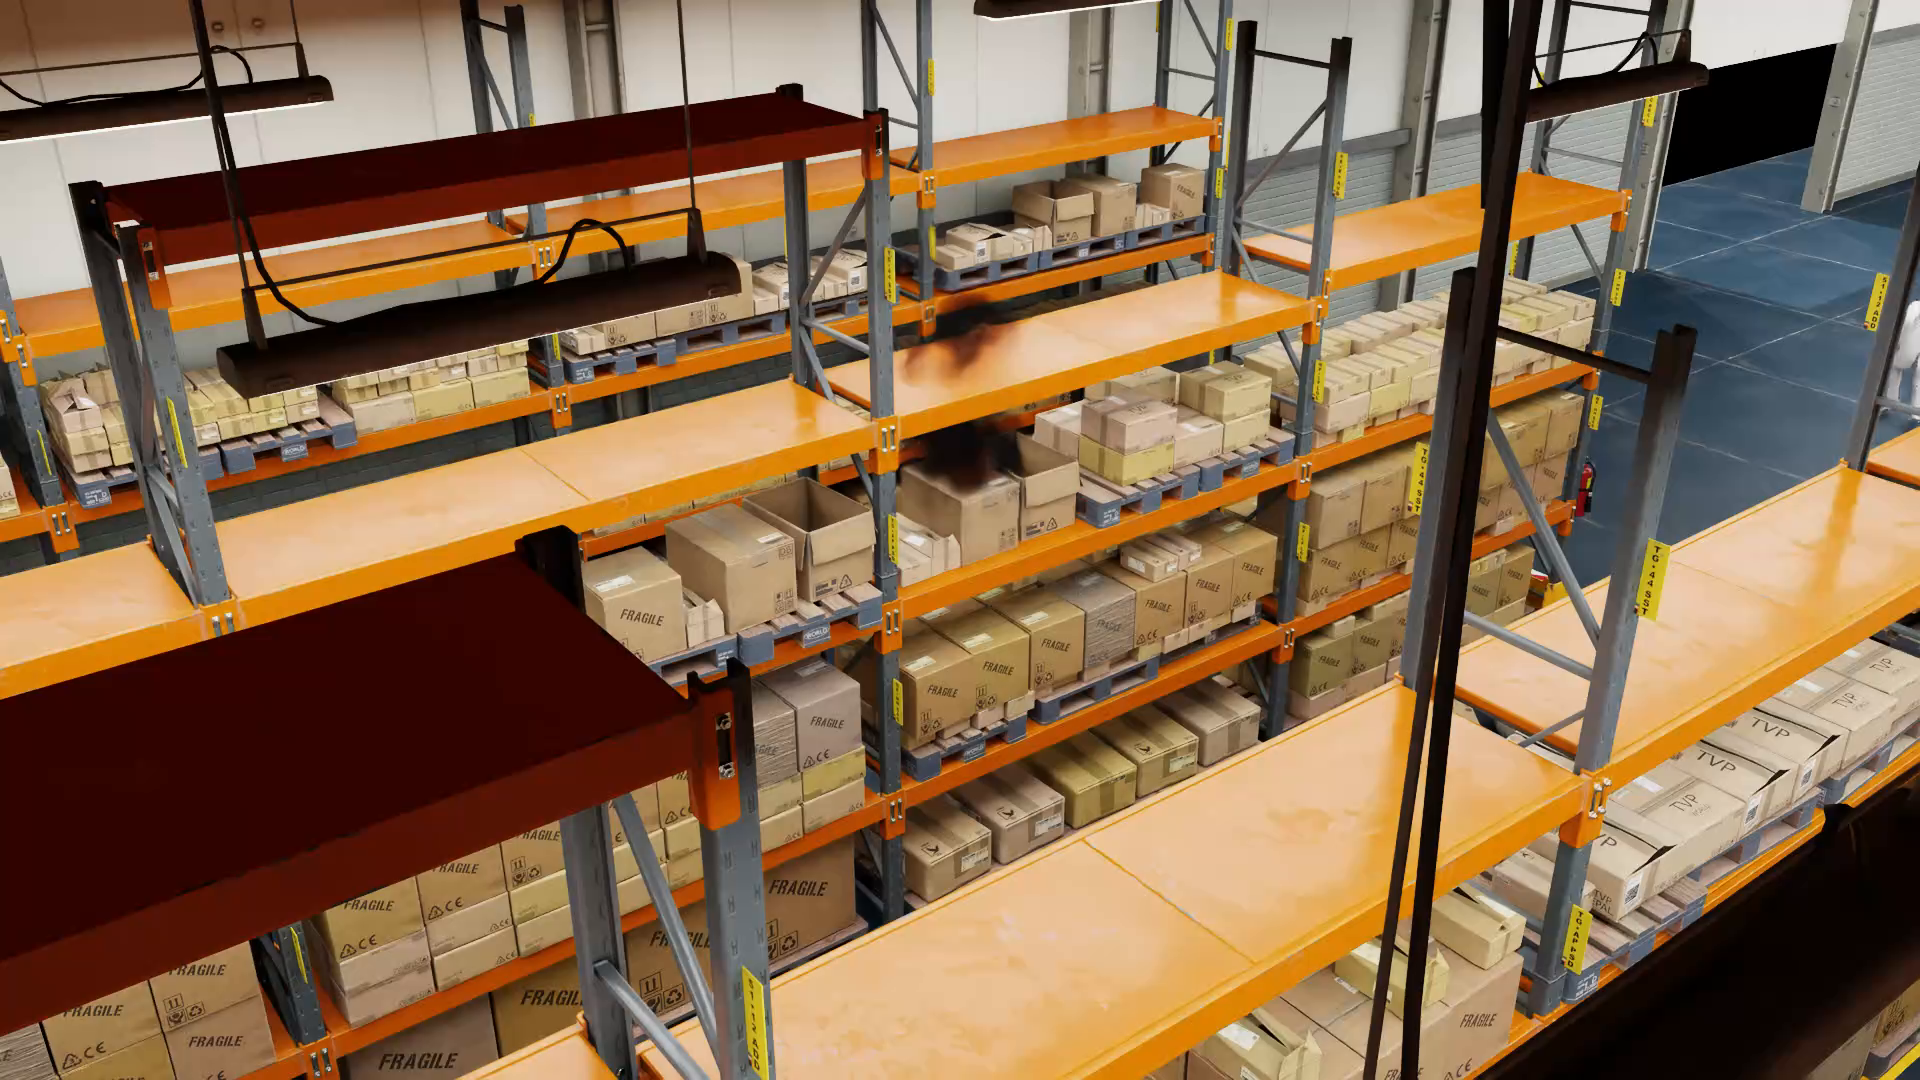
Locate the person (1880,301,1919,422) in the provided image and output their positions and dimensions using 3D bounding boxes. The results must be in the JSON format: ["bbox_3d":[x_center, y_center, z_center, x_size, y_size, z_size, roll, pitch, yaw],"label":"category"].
[{"bbox_3d":[12.008,-2.340,20.874,0.692,1.862,0.882,4,26,8],"label":"person"}]
